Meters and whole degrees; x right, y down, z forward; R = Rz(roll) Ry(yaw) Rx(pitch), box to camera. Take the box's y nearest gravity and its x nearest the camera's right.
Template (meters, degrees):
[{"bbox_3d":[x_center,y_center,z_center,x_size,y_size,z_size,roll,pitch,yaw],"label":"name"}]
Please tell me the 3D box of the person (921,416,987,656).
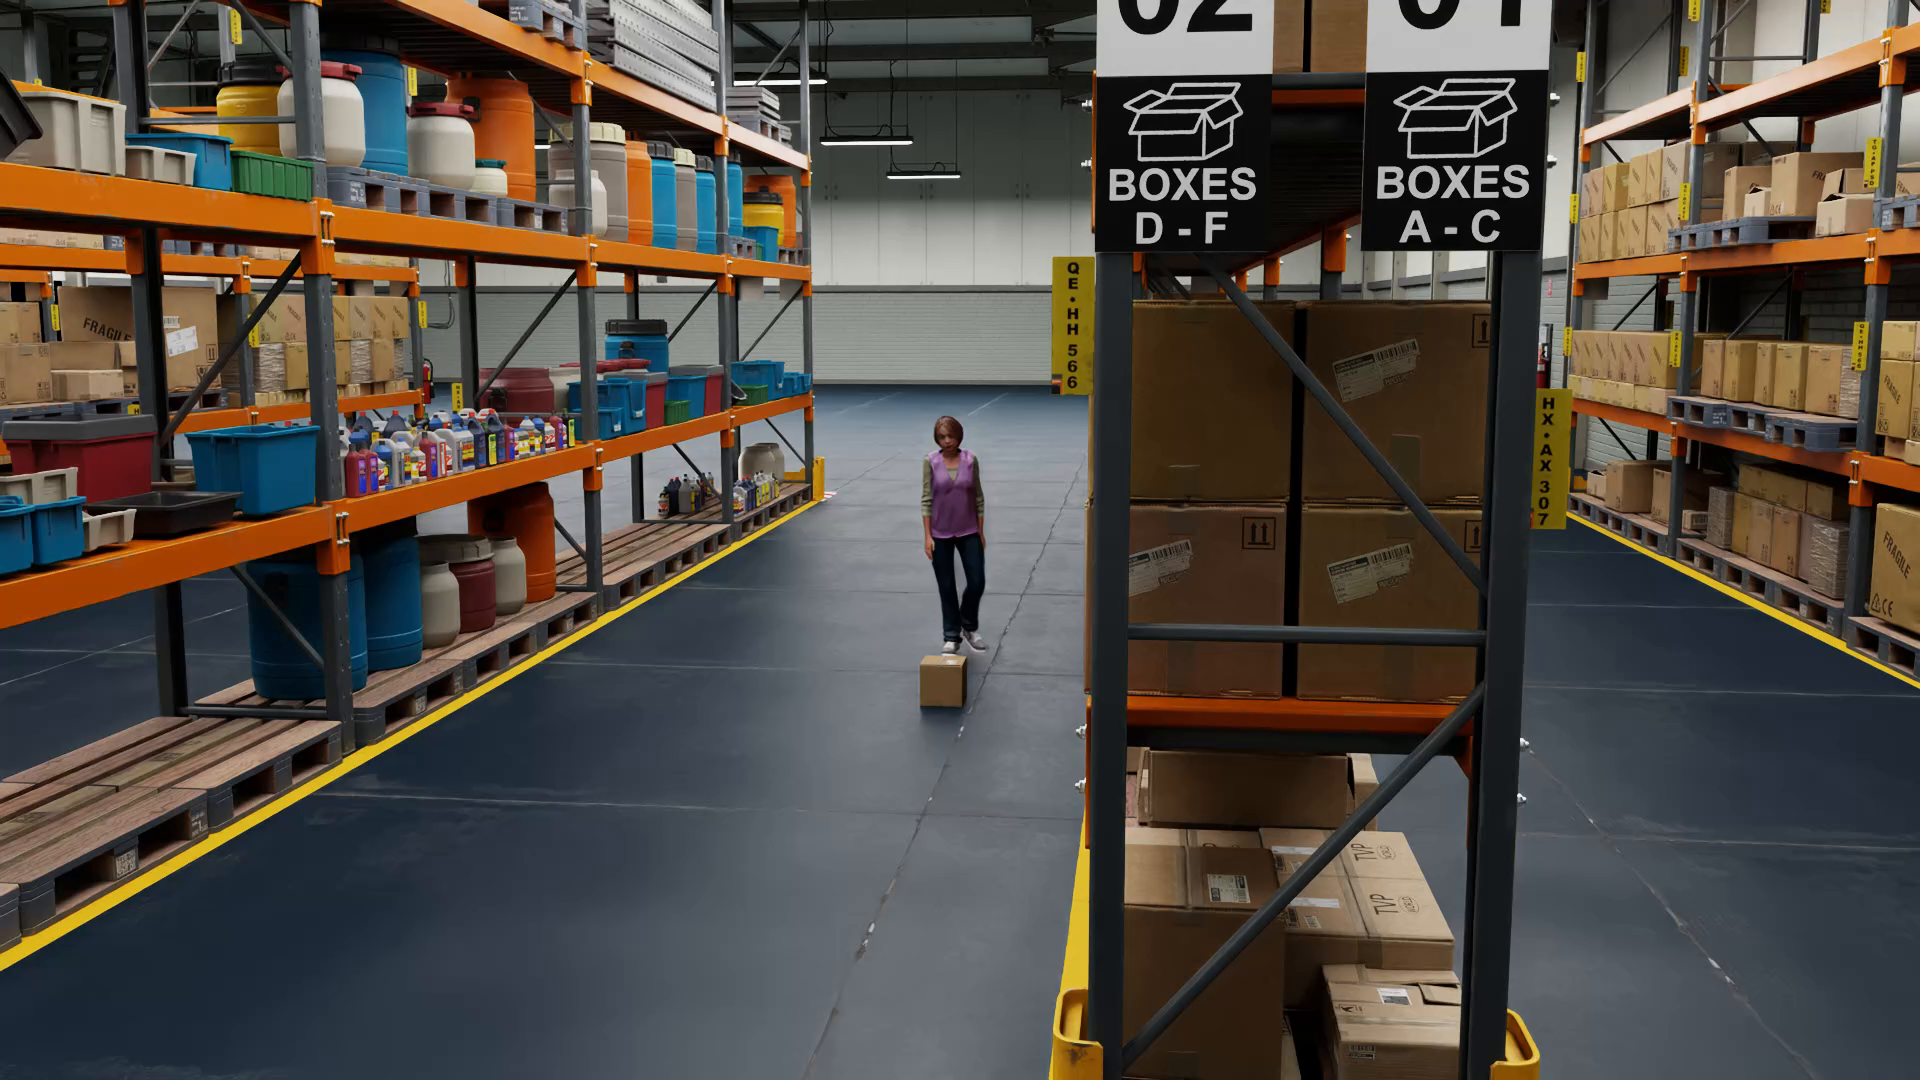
[{"bbox_3d":[-0.037,-0.021,10.836,0.429,1.587,0.408,0,8,0],"label":"person"}]
